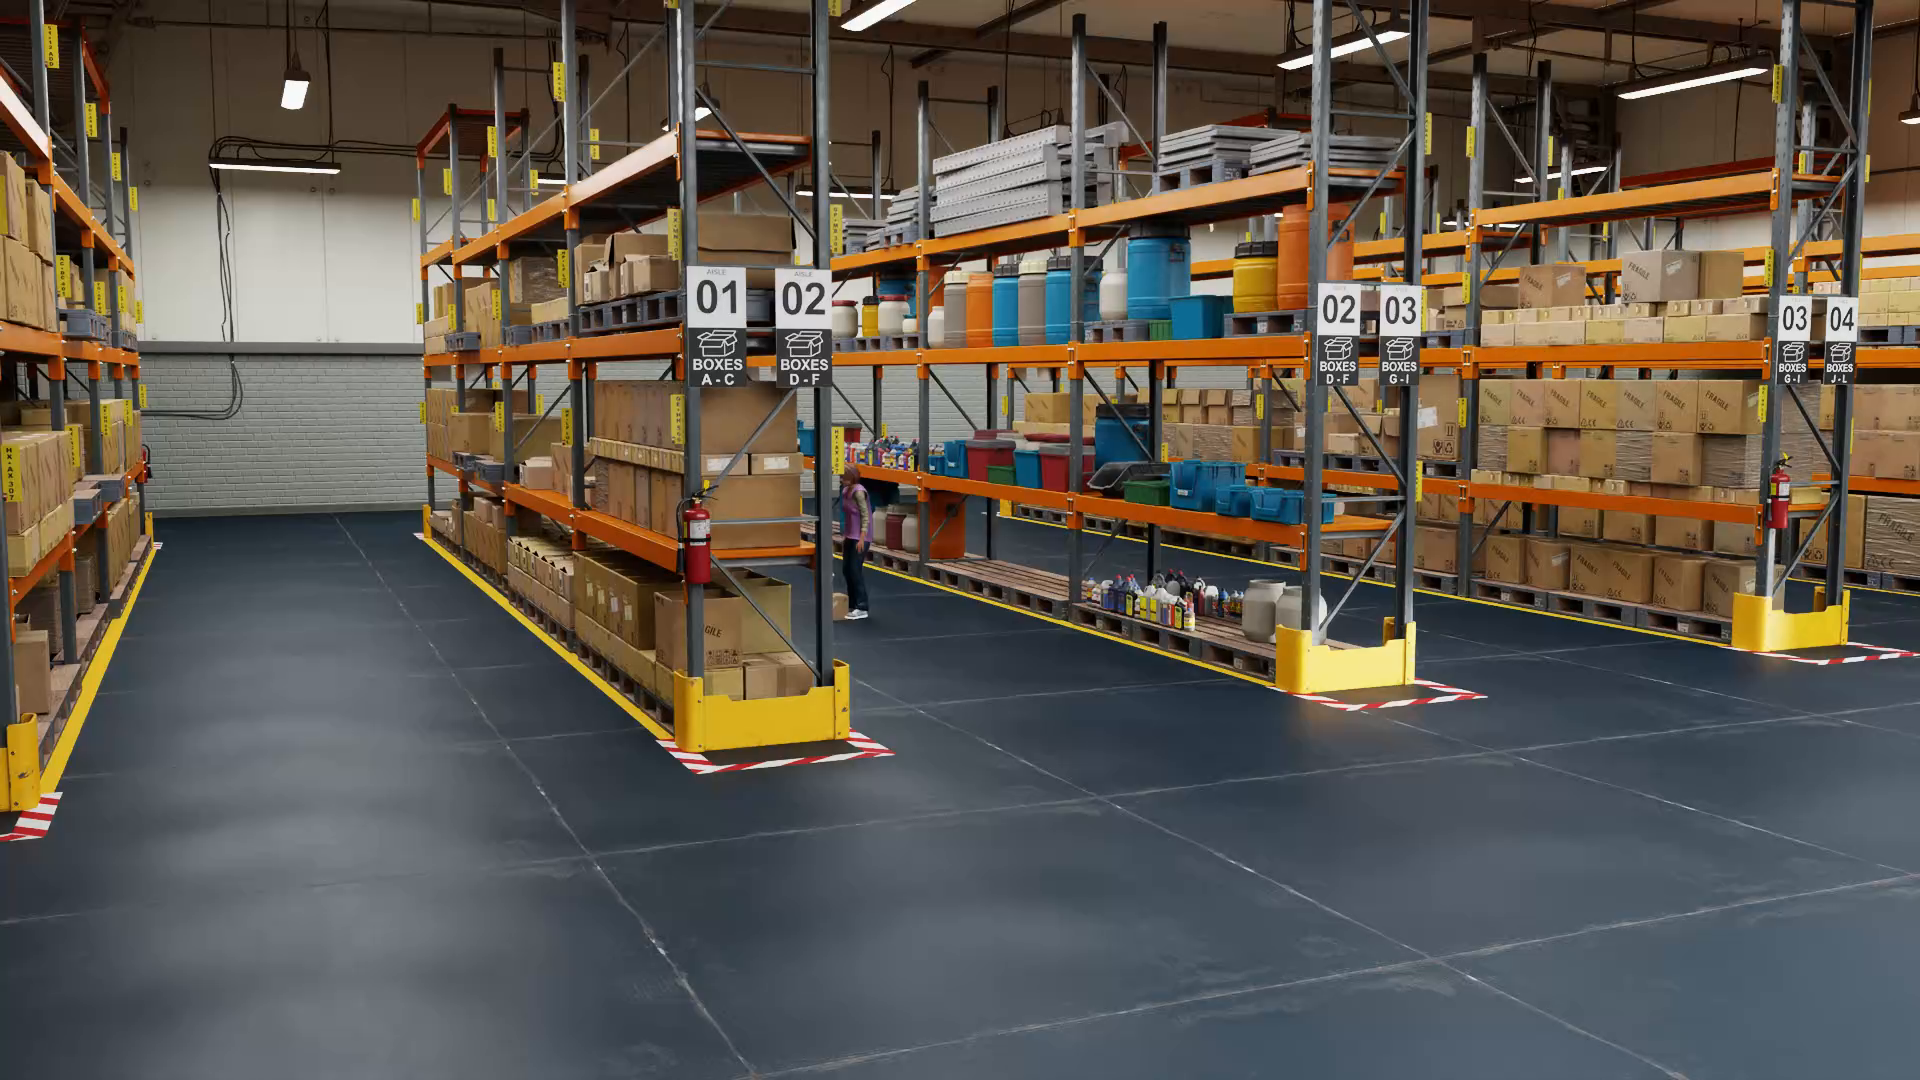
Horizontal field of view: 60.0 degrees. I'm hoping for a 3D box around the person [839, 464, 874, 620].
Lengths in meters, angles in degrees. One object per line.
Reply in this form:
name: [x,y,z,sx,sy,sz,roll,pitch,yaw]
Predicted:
person: [-1.085,0.009,17.120,0.346,1.592,0.484,-3,6,-27]
